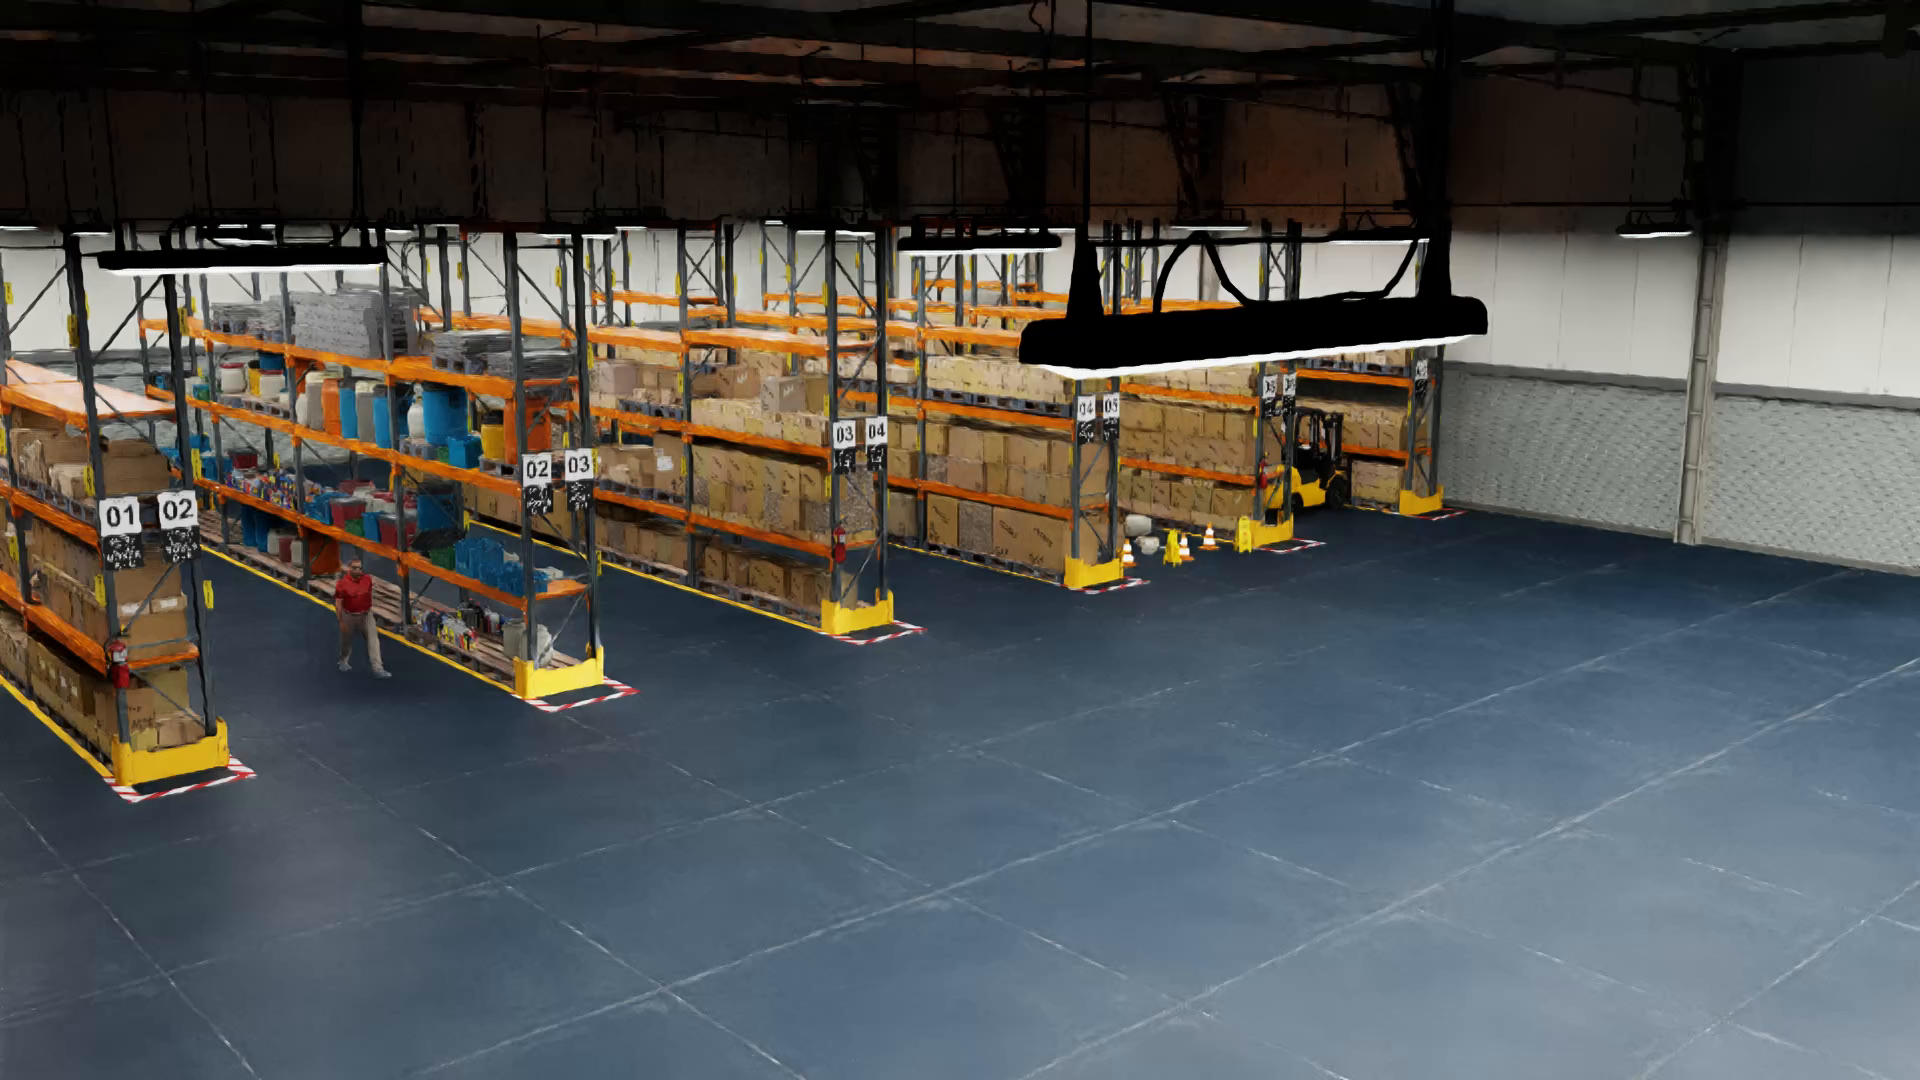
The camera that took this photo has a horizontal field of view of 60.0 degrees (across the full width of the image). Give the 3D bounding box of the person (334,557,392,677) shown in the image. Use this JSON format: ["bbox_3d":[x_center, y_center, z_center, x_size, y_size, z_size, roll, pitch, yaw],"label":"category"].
[{"bbox_3d":[-8.171,1.032,22.516,0.542,1.645,1.126,-9,15,-38],"label":"person"}]
